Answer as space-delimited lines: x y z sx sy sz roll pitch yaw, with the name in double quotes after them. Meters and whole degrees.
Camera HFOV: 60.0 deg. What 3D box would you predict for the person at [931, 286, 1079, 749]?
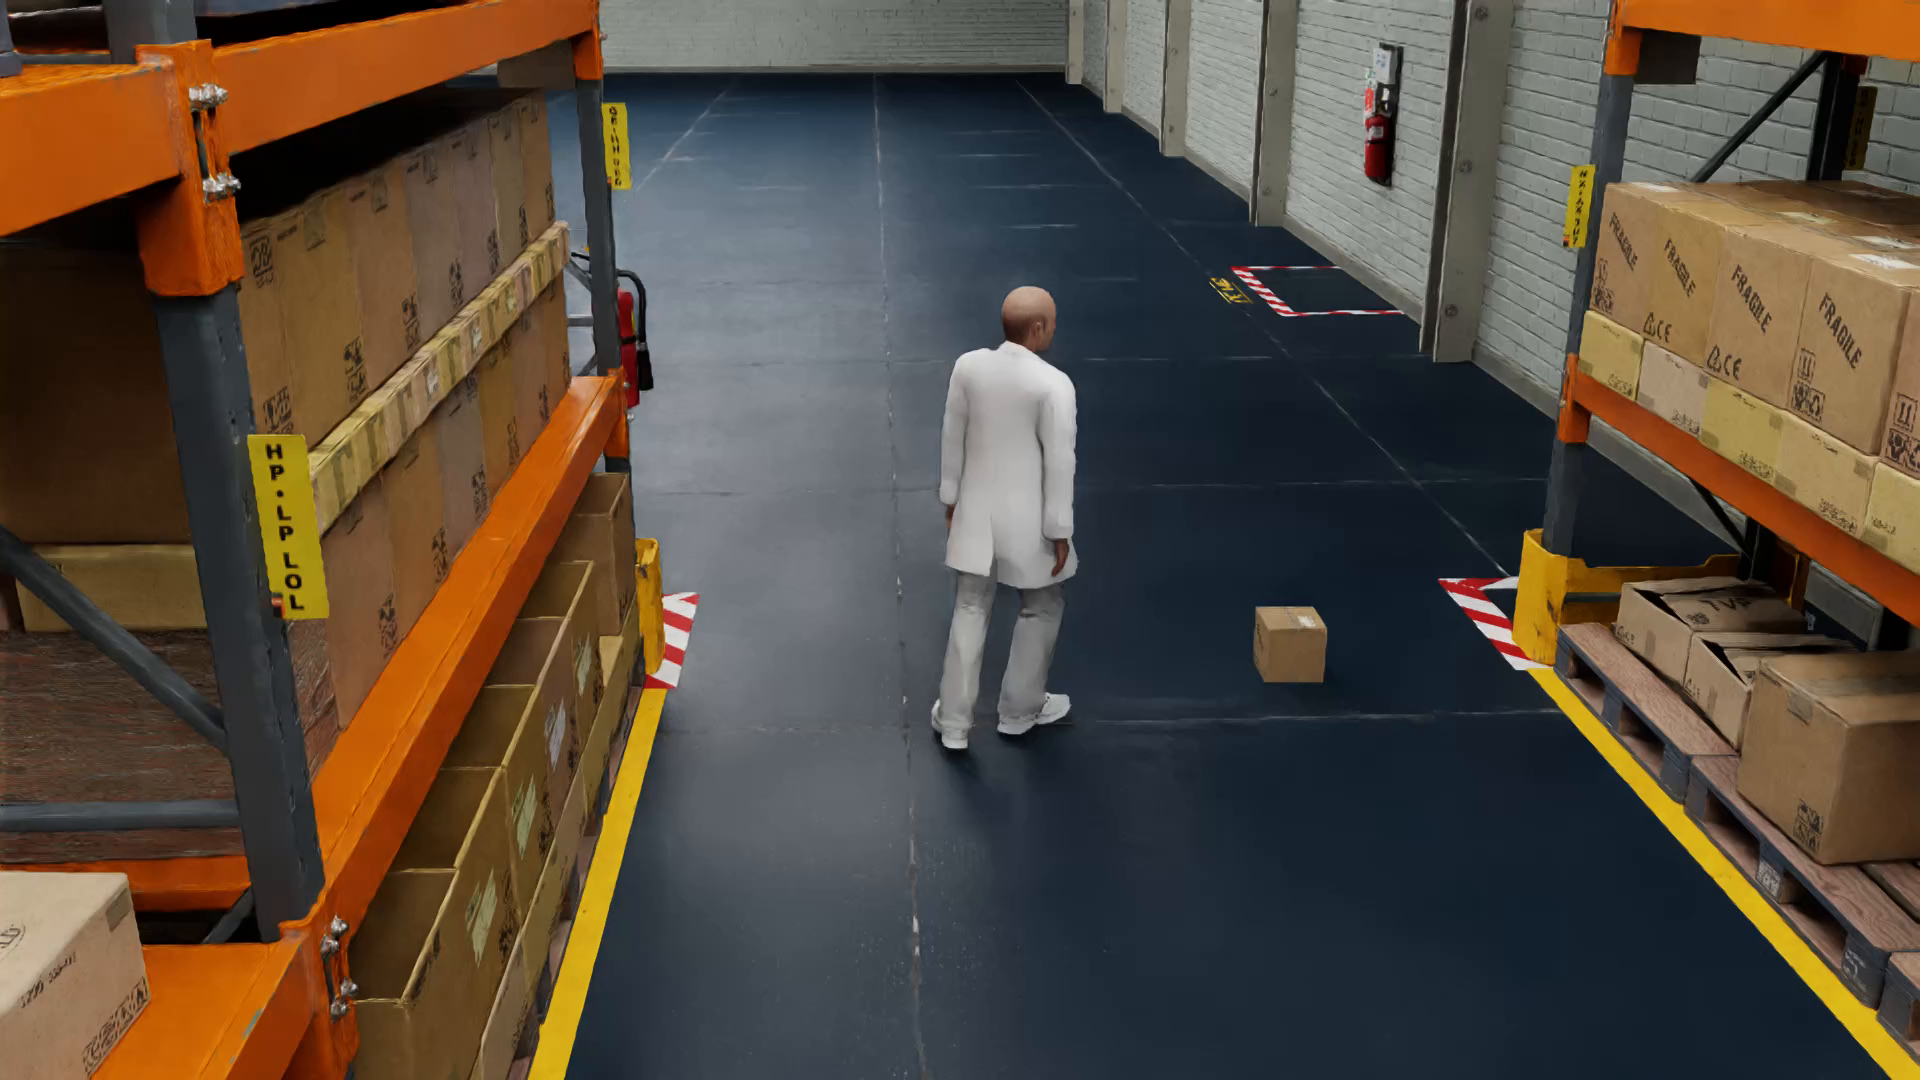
0.165 -0.076 6.306 0.607 1.769 0.639 12 23 29 "person"
